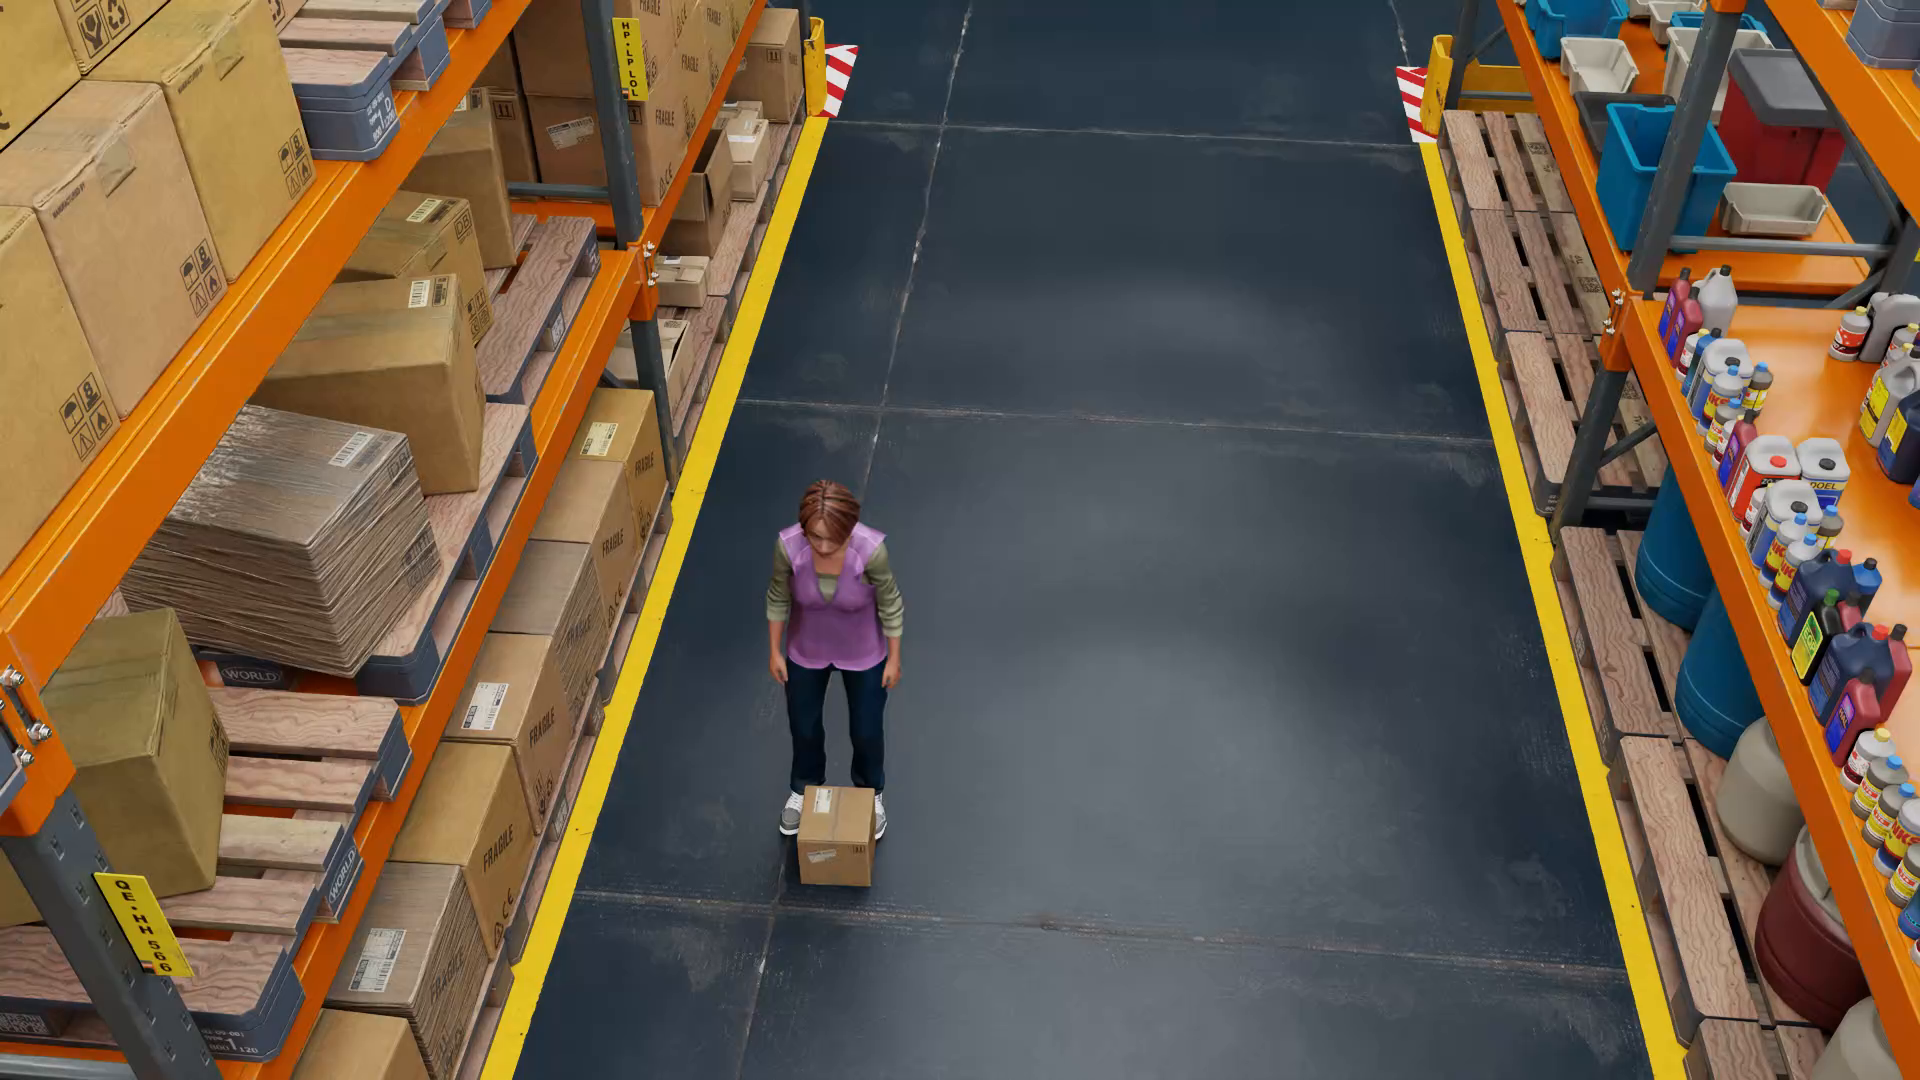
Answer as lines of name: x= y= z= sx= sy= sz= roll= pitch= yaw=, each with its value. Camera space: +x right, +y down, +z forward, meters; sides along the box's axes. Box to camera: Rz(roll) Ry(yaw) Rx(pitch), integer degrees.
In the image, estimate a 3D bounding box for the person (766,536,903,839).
person: x=-0.426 y=0.492 z=5.777 sx=0.469 sy=1.352 sz=0.318 roll=3 pitch=41 yaw=3
